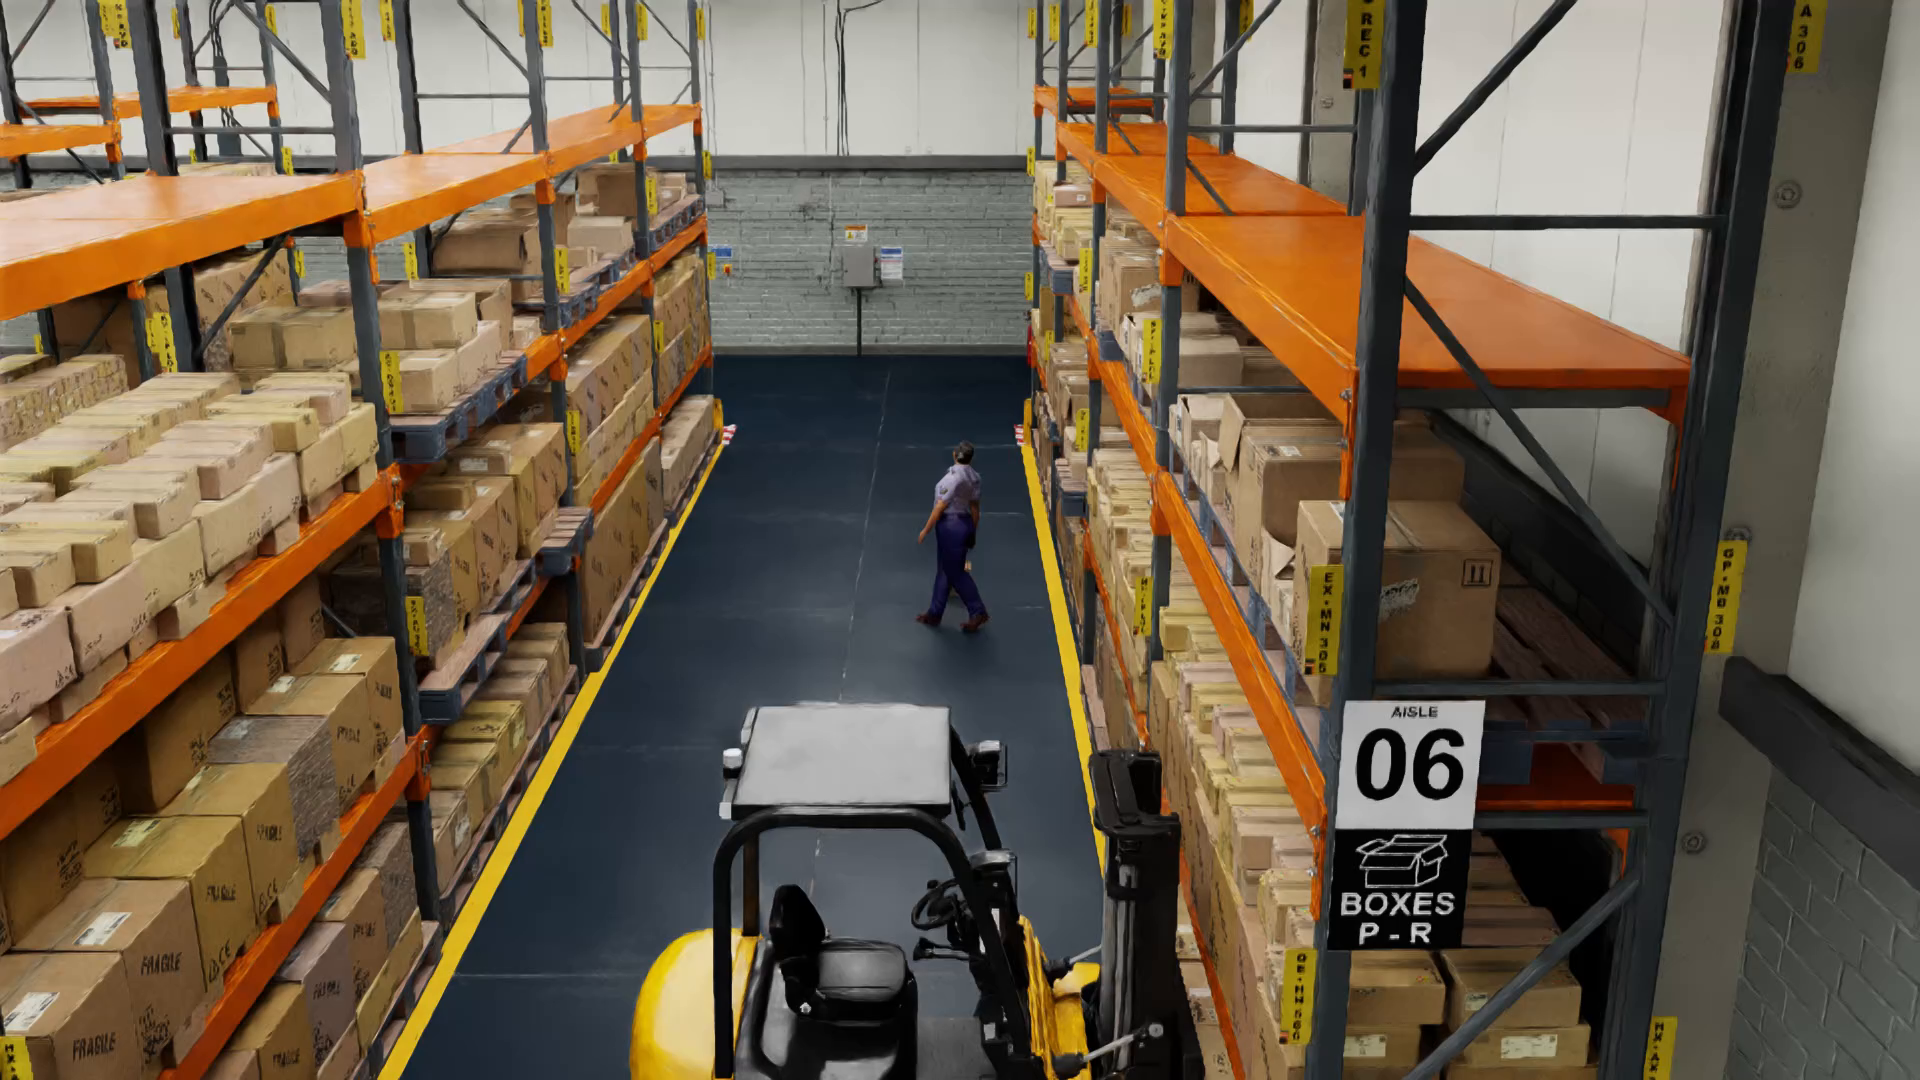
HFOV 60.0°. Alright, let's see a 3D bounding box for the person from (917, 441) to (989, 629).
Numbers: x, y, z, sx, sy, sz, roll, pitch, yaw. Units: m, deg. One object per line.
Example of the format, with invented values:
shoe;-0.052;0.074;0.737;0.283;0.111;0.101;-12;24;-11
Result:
person;-0.049;-0.047;14.337;0.663;1.604;0.528;6;18;20
